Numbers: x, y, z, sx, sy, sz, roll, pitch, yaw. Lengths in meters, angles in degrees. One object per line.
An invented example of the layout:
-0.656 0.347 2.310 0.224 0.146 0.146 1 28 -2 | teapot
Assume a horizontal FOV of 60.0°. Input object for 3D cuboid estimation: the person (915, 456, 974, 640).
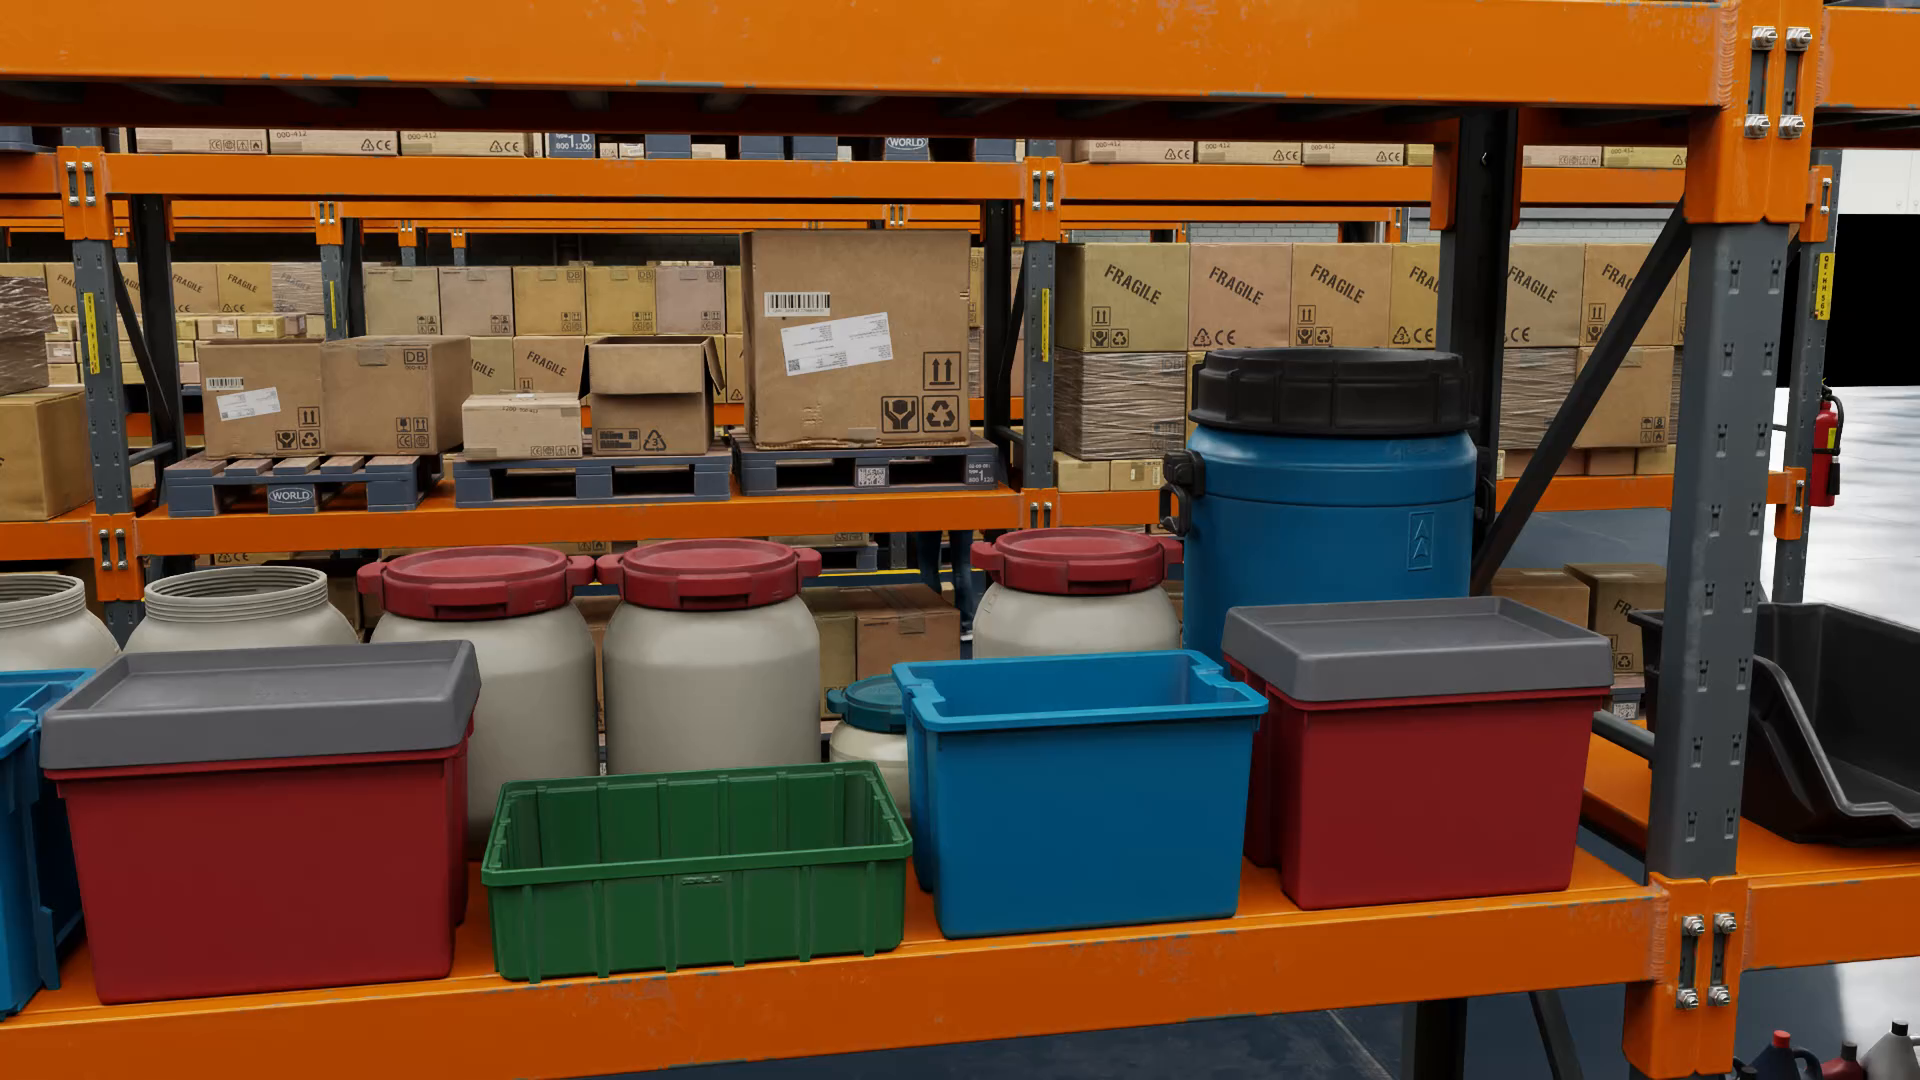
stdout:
-0.108 -0.149 10.338 0.407 1.604 0.312 -2 10 -10 | person
